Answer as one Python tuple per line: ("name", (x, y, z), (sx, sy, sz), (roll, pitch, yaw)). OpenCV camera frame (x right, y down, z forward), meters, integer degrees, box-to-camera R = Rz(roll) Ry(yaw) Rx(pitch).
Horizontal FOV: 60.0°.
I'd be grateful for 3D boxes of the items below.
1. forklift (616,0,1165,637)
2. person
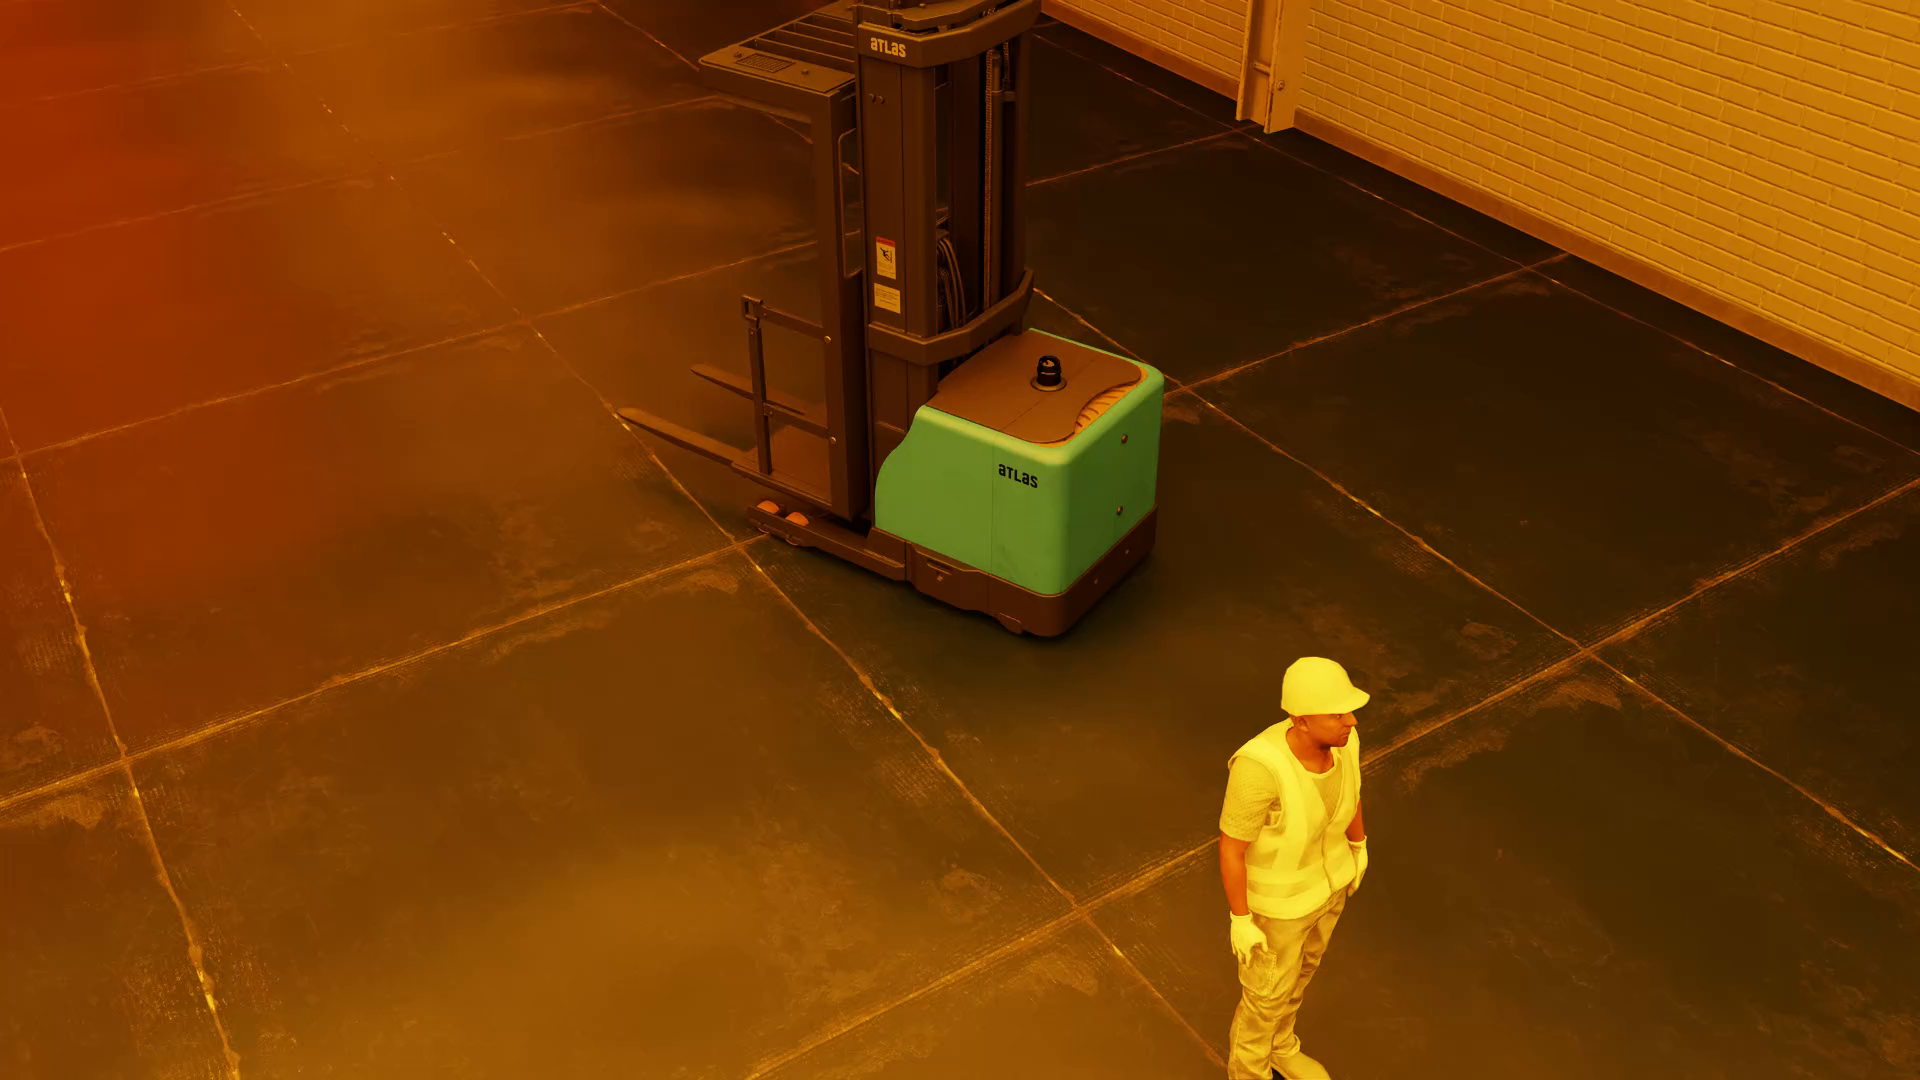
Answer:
("forklift", (-0.500, -1.399, 8.138), (3.031, 2.935, 1.130), (22, 41, 28))
("person", (1.151, 1.178, 5.457), (0.656, 1.785, 0.575), (-27, 43, -33))
